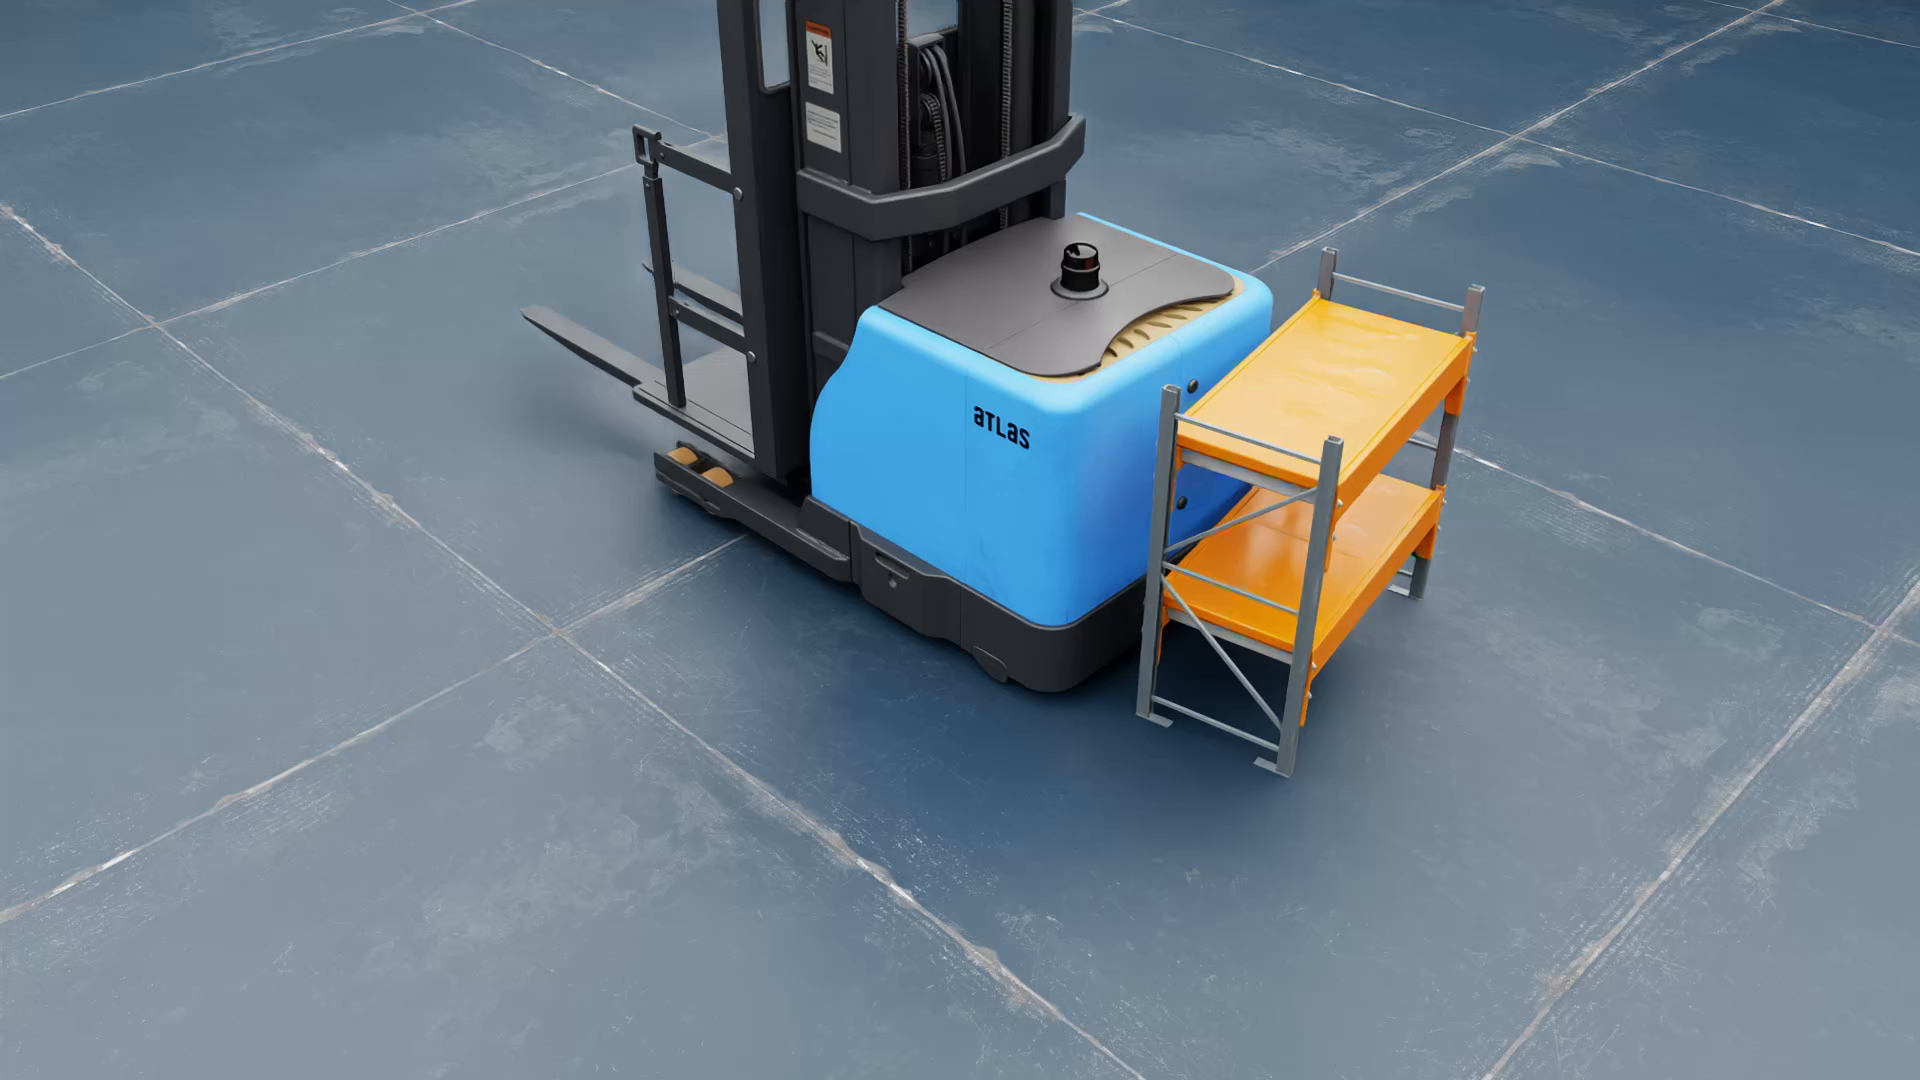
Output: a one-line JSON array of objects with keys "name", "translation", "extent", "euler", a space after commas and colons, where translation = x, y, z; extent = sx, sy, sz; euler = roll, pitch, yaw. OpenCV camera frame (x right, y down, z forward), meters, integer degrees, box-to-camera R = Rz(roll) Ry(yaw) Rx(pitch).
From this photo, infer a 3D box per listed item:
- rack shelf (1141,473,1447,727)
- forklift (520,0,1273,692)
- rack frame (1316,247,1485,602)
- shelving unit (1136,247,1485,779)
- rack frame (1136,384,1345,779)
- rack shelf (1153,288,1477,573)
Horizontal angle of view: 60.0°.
[{"name": "rack shelf", "translation": [1.028, 0.097, 5.056], "extent": [0.538, 0.278, 1.000], "euler": [21, 40, 27]}, {"name": "forklift", "translation": [-0.451, -1.479, 5.309], "extent": [3.031, 2.935, 1.130], "euler": [29, 44, 35]}, {"name": "rack frame", "translation": [1.313, -0.345, 5.261], "extent": [0.500, 1.125, 0.032], "euler": [21, 40, 27]}, {"name": "shelving unit", "translation": [1.028, -0.104, 4.916], "extent": [0.538, 1.125, 1.048], "euler": [21, 40, 27]}, {"name": "rack frame", "translation": [0.744, 0.137, 4.570], "extent": [0.500, 1.125, 0.032], "euler": [21, 40, 27]}, {"name": "rack shelf", "translation": [1.028, -0.344, 4.748], "extent": [0.538, 0.278, 1.000], "euler": [21, 40, 27]}]
